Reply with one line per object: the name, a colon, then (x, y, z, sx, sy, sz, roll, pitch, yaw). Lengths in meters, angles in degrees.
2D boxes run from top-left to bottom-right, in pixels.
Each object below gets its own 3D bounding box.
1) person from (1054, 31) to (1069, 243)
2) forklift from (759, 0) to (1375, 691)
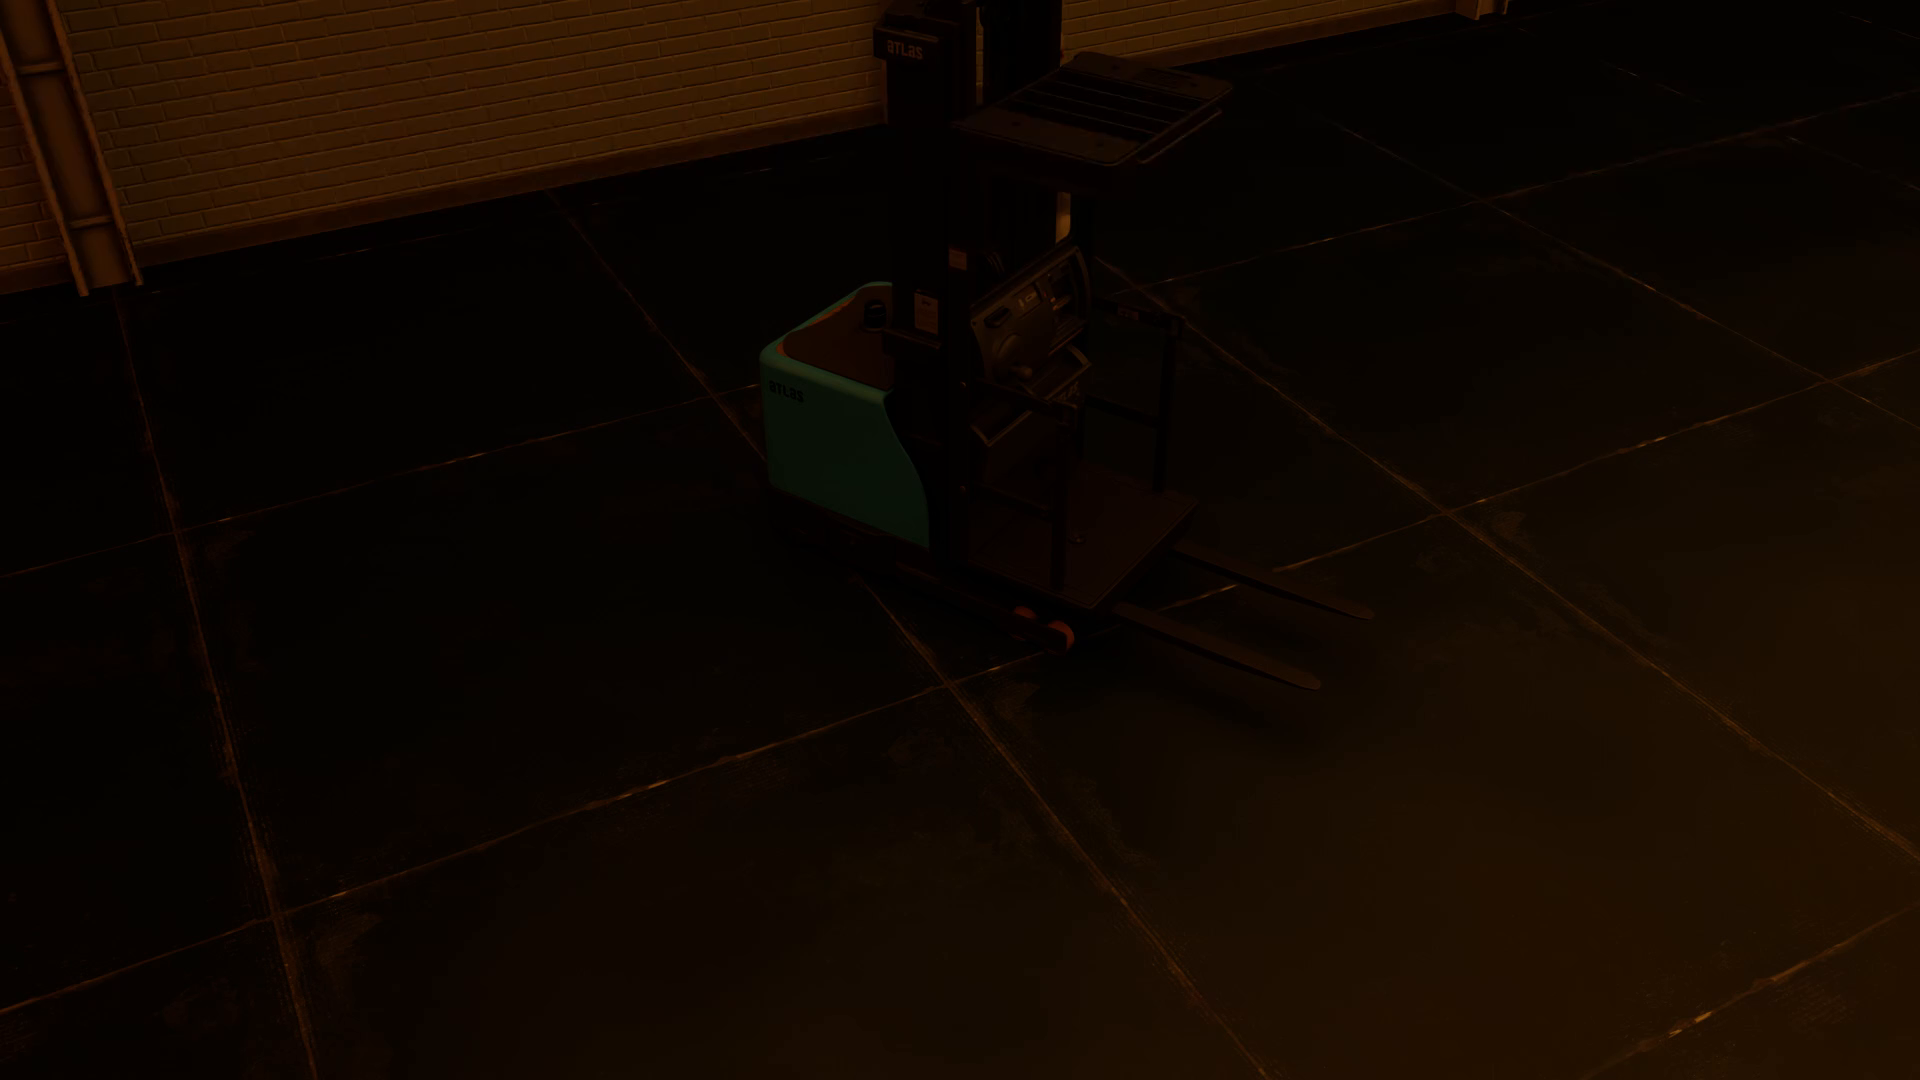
person: (0.562, -2.473, 10.773, 0.590, 1.698, 0.513, 7, 36, 10)
forklift: (0.506, -1.000, 7.537, 3.031, 2.935, 1.130, 21, 40, 27)
